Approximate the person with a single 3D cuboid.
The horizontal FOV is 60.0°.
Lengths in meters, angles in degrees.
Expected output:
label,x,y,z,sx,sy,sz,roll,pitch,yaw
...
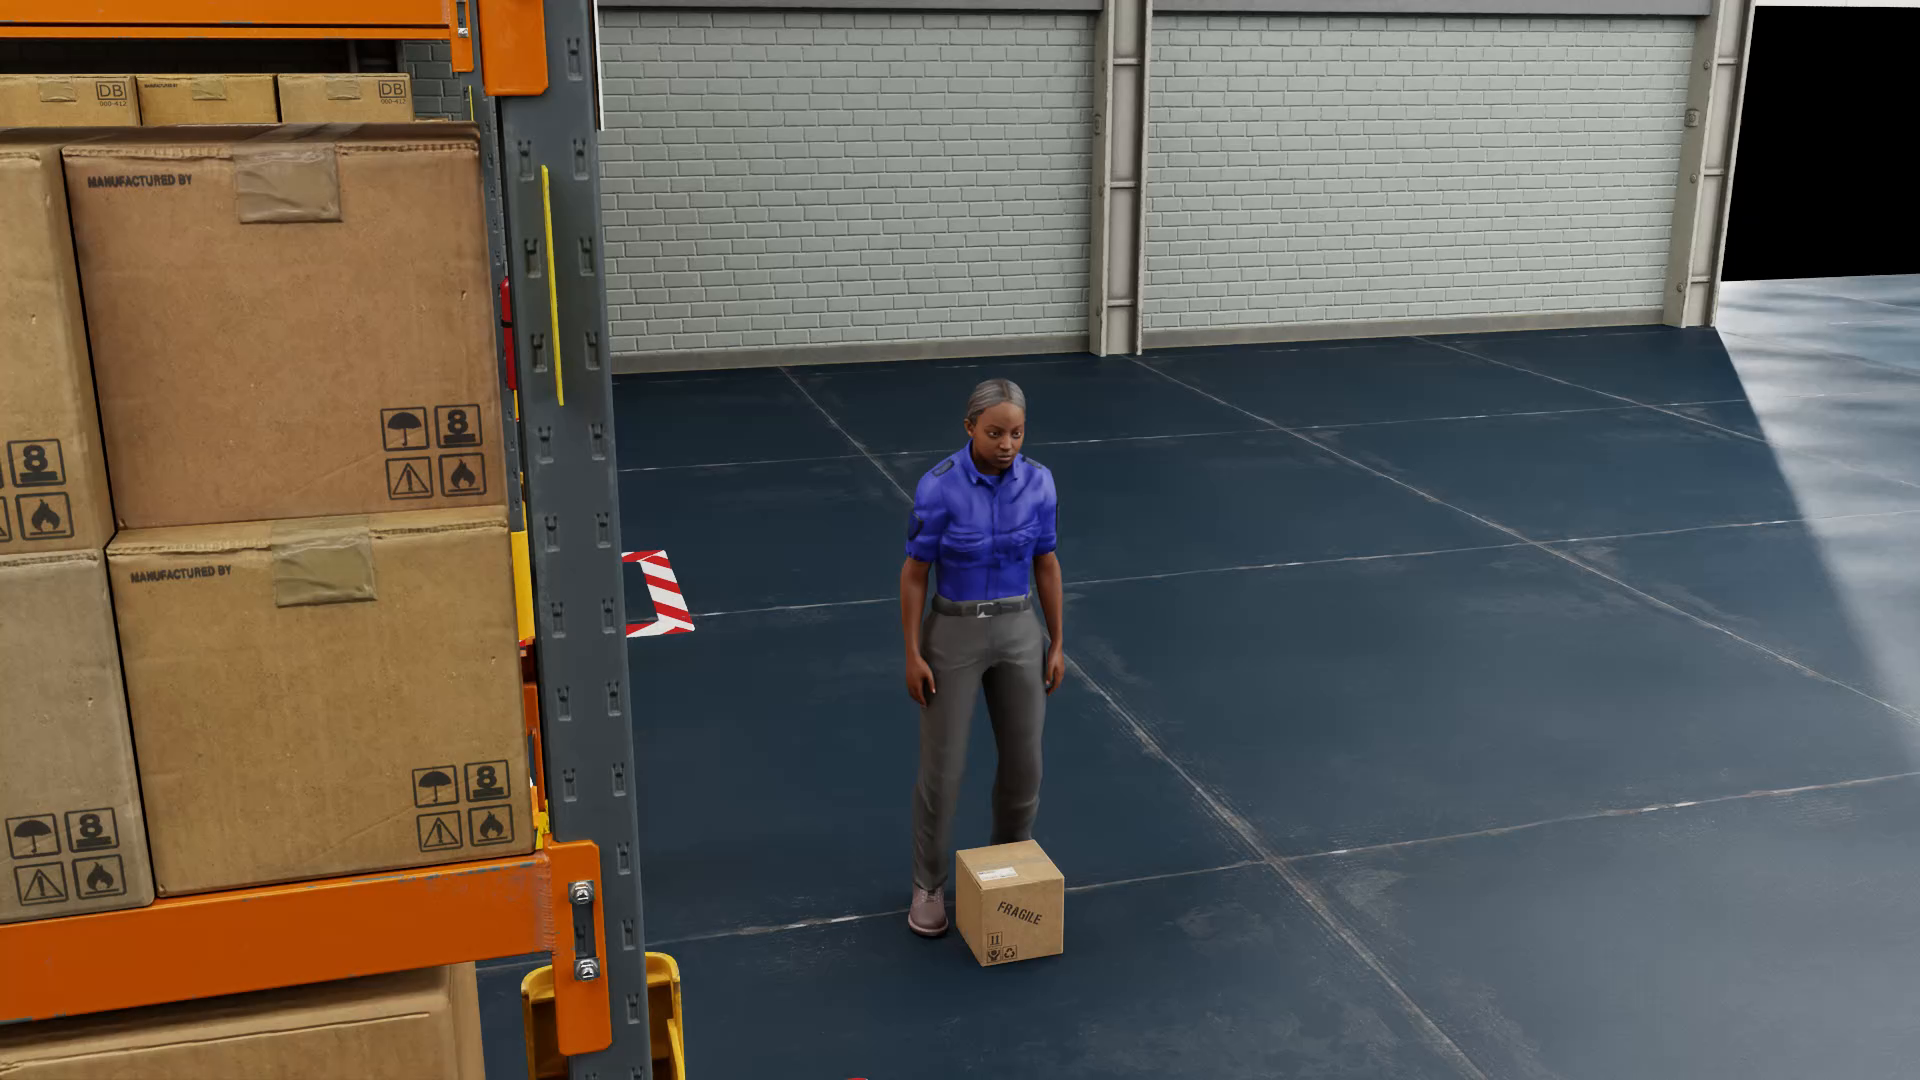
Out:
label,x,y,z,sx,sy,sz,roll,pitch,yaw
person,0.067,0.328,4.905,0.505,1.655,0.347,-4,17,-15
